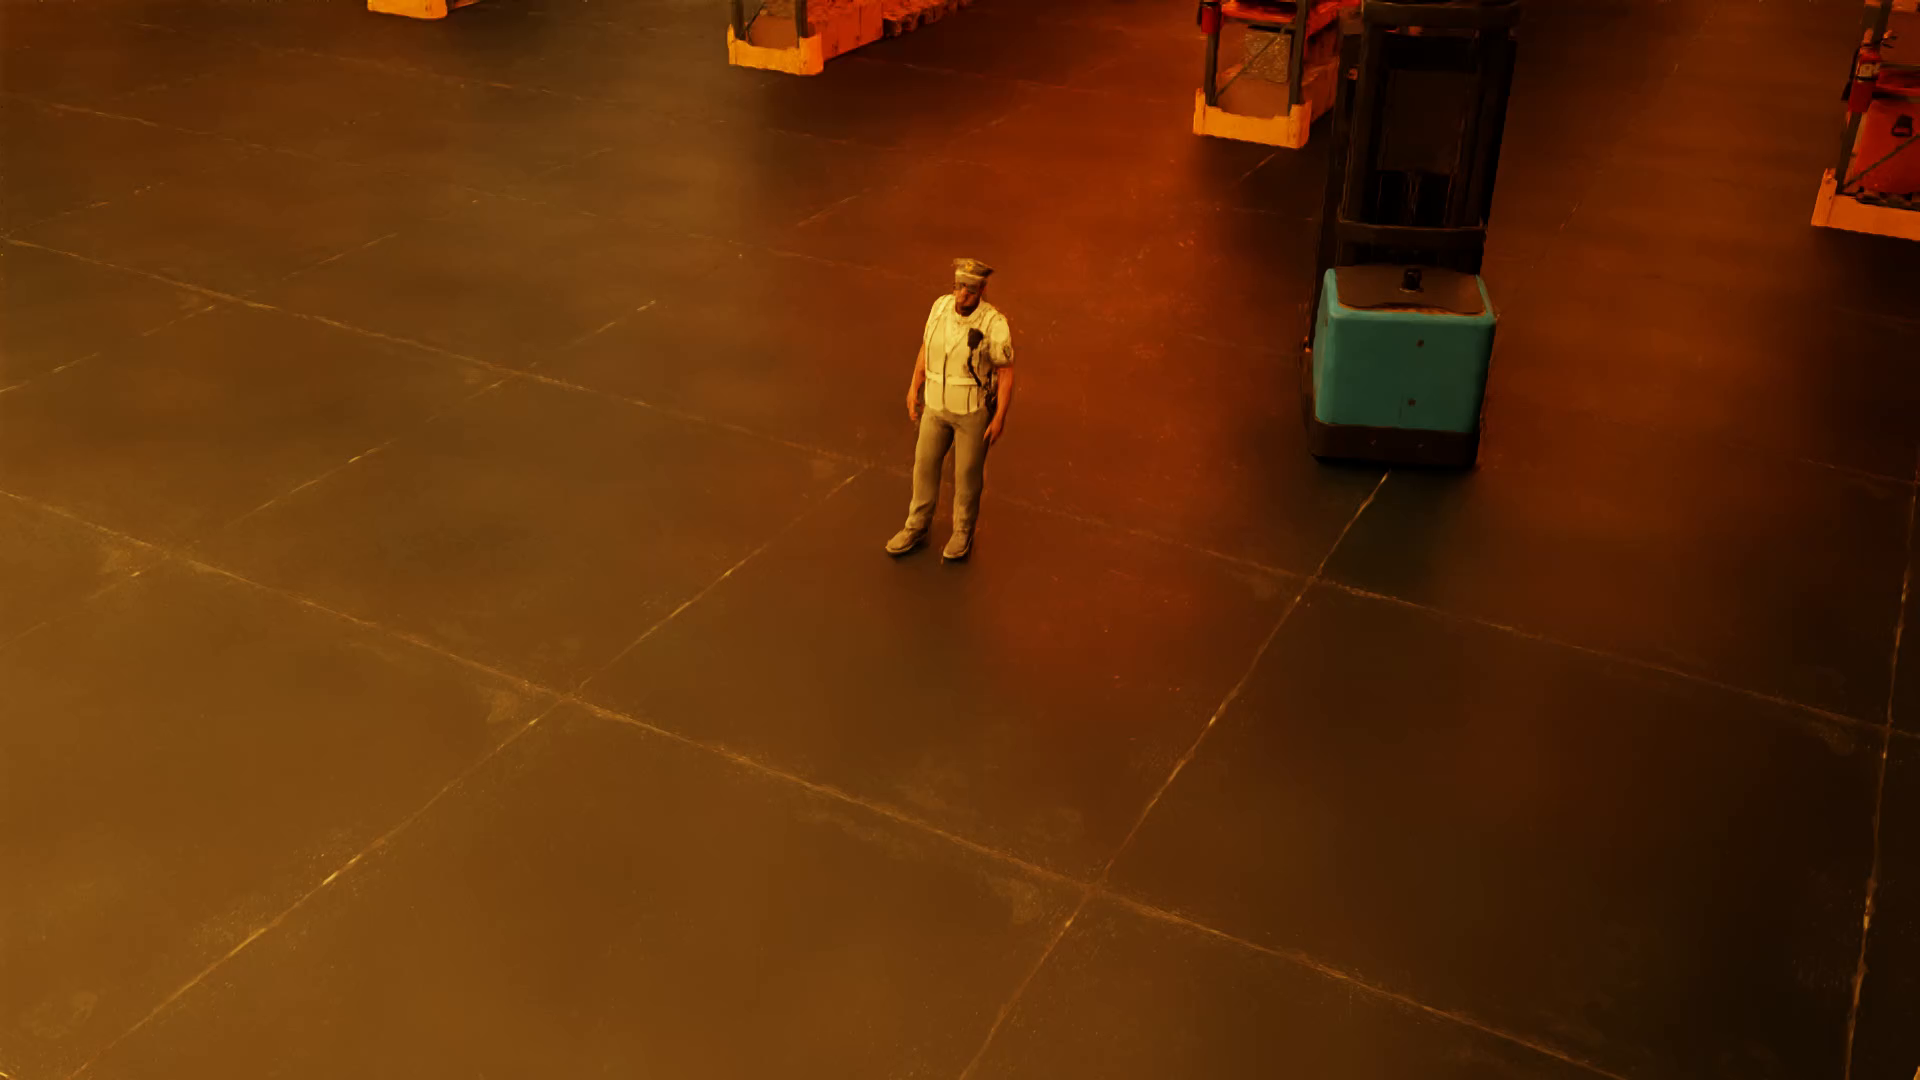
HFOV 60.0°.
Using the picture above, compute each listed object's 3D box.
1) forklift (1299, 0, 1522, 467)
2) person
[{"bbox_3d":[3.032,-2.459,11.331,1.130,2.935,3.031,4,30,8],"label":"forklift"},{"bbox_3d":[-0.048,-0.746,9.500,0.640,1.778,0.574,15,33,25],"label":"person"}]
